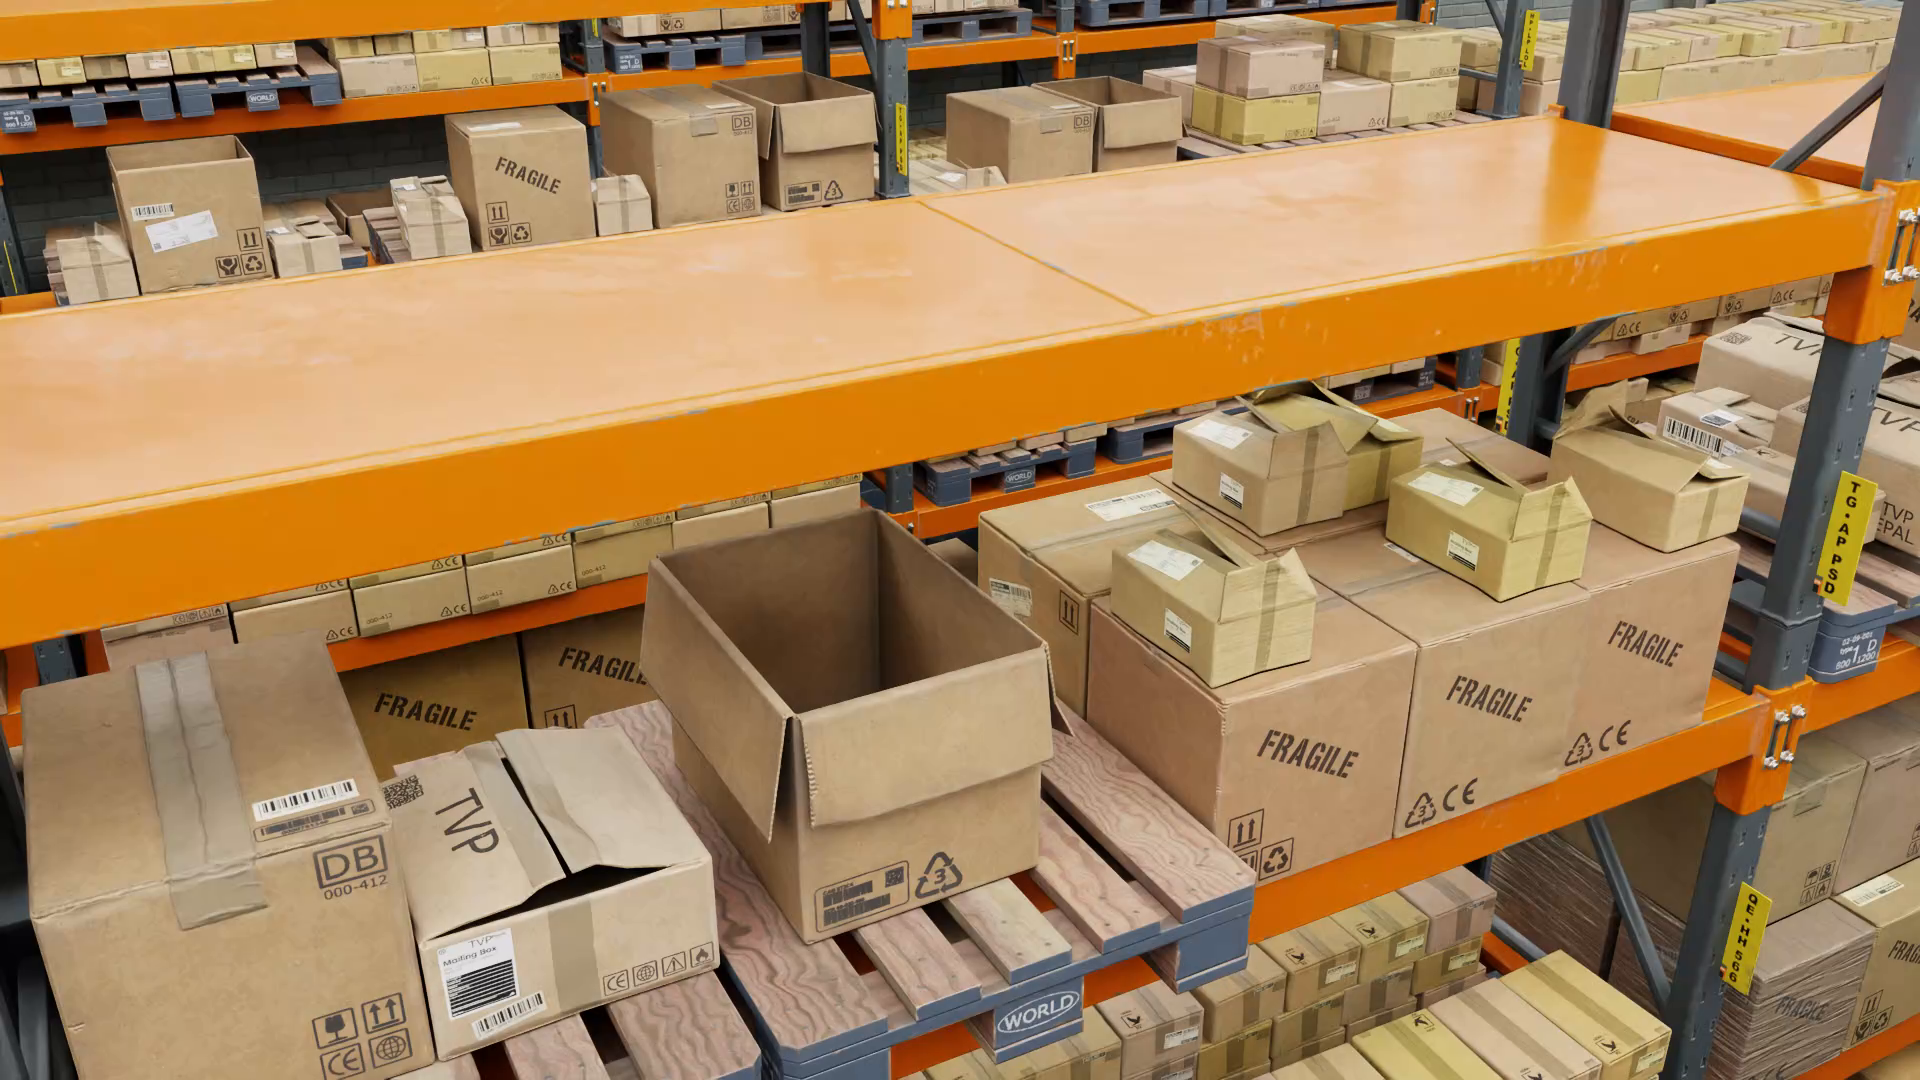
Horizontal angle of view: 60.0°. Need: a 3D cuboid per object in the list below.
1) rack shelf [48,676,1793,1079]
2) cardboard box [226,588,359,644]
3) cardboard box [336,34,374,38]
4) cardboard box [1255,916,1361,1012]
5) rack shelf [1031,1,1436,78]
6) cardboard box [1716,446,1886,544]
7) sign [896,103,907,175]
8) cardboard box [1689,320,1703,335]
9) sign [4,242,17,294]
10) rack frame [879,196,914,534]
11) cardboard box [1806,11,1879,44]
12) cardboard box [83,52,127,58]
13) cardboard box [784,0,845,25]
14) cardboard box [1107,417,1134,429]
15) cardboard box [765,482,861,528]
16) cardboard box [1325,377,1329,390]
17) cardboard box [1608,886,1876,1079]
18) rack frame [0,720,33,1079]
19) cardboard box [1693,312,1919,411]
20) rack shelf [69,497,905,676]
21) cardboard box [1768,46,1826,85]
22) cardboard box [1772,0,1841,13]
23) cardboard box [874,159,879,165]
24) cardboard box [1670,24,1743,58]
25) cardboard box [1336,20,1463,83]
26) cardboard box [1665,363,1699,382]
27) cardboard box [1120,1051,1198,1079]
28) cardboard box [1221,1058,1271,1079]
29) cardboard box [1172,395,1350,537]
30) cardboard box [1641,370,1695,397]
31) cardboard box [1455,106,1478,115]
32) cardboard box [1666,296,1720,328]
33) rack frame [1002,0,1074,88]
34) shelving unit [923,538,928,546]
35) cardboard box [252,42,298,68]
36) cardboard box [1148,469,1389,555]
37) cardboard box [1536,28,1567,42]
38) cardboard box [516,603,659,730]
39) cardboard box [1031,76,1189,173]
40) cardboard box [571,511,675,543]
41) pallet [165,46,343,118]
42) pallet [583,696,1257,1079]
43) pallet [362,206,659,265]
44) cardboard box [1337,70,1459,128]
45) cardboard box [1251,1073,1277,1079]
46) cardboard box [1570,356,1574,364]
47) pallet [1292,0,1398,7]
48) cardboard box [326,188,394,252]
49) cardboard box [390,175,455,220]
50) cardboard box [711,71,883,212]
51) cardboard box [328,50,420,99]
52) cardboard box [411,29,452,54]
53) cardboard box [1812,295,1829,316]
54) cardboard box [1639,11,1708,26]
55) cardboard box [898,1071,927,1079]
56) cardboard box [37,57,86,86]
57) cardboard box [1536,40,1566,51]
[{"bbox_3d":[0.121,0.754,3.881,4.000,0.370,1.077,-13,29,-25],"label":"rack shelf"},{"bbox_3d":[-3.093,0.293,7.650,0.500,0.250,0.500,-14,29,-26],"label":"cardboard box"},{"bbox_3d":[-4.180,-3.541,11.365,0.250,0.149,0.380,-13,29,-25],"label":"cardboard box"},{"bbox_3d":[0.933,1.155,4.799,0.250,0.149,0.380,-13,29,-25],"label":"cardboard box"},{"bbox_3d":[2.423,-4.640,15.116,4.000,0.370,1.077,-13,29,-25],"label":"rack shelf"},{"bbox_3d":[2.256,-0.105,4.530,0.250,0.149,0.380,-14,29,-27],"label":"cardboard box"},{"bbox_3d":[-0.278,-1.902,7.894,0.005,0.325,0.100,-13,29,-25],"label":"sign"},{"bbox_3d":[4.939,-1.549,11.604,0.250,0.149,0.380,-13,29,-25],"label":"cardboard box"},{"bbox_3d":[-6.139,-1.760,10.752,0.005,0.325,0.100,-13,29,-25],"label":"sign"},{"bbox_3d":[-0.532,-0.495,9.117,0.127,3.000,1.000,-13,29,-25],"label":"rack frame"},{"bbox_3d":[5.905,-3.444,11.164,0.250,0.149,0.380,-13,29,-26],"label":"cardboard box"},{"bbox_3d":[-5.485,-3.193,10.617,0.250,0.149,0.380,-14,29,-26],"label":"cardboard box"},{"bbox_3d":[-1.219,-4.283,12.826,0.500,0.500,0.500,-12,28,-24],"label":"cardboard box"},{"bbox_3d":[0.799,-0.776,9.508,0.250,0.149,0.380,-11,28,-22],"label":"cardboard box"},{"bbox_3d":[-0.856,-0.225,8.729,0.500,0.250,0.500,-14,29,-27],"label":"cardboard box"},{"bbox_3d":[1.998,-1.009,9.993,0.250,0.149,0.380,-13,28,-25],"label":"cardboard box"},{"bbox_3d":[2.409,1.341,5.177,0.500,0.500,0.500,-13,28,-25],"label":"cardboard box"},{"bbox_3d":[-1.643,-0.515,2.228,0.127,3.000,1.000,-13,29,-25],"label":"rack frame"},{"bbox_3d":[2.667,-0.499,5.162,0.500,0.311,0.500,-13,29,-25],"label":"cardboard box"},{"bbox_3d":[-2.297,0.237,8.425,4.000,0.370,1.077,-13,29,-25],"label":"rack shelf"},{"bbox_3d":[5.302,-3.126,10.962,0.500,0.250,0.500,-12,28,-24],"label":"cardboard box"},{"bbox_3d":[5.902,-3.671,11.636,0.250,0.149,0.380,-13,29,-25],"label":"cardboard box"},{"bbox_3d":[-0.850,-3.033,13.538,0.250,0.149,0.380,-14,29,-26],"label":"cardboard box"},{"bbox_3d":[4.762,-3.196,10.646,0.250,0.149,0.380,-12,28,-24],"label":"cardboard box"},{"bbox_3d":[2.546,-2.842,9.651,0.500,0.250,0.500,-12,28,-24],"label":"cardboard box"},{"bbox_3d":[5.194,-1.238,11.742,0.250,0.149,0.380,-12,28,-23],"label":"cardboard box"},{"bbox_3d":[0.450,1.400,4.632,0.250,0.149,0.380,-13,29,-25],"label":"cardboard box"},{"bbox_3d":[0.684,1.478,4.813,0.250,0.149,0.380,-12,28,-23],"label":"cardboard box"},{"bbox_3d":[0.738,-0.218,4.076,0.258,0.266,0.396,-13,29,-25],"label":"cardboard box"},{"bbox_3d":[5.035,-0.942,11.873,0.500,0.500,0.500,-14,29,-26],"label":"cardboard box"},{"bbox_3d":[3.132,-2.730,10.596,0.250,0.149,0.380,-13,28,-25],"label":"cardboard box"},{"bbox_3d":[4.834,-1.791,11.357,0.500,0.500,0.500,-13,28,-24],"label":"cardboard box"},{"bbox_3d":[0.658,-3.205,14.761,0.127,3.000,1.000,-13,29,-25],"label":"rack frame"},{"bbox_3d":[0.006,-0.677,11.230,0.755,1.500,0.431,-13,29,-25],"label":"shelving unit"},{"bbox_3d":[-4.606,-3.280,11.143,0.250,0.149,0.380,-12,28,-24],"label":"cardboard box"},{"bbox_3d":[0.819,0.097,4.304,0.500,0.500,0.500,-13,29,-25],"label":"cardboard box"},{"bbox_3d":[3.639,-3.157,10.565,0.250,0.149,0.380,-12,28,-24],"label":"cardboard box"},{"bbox_3d":[-1.970,0.563,8.884,0.875,0.875,0.875,-13,28,-24],"label":"cardboard box"},{"bbox_3d":[0.800,-2.215,9.116,0.637,0.503,0.797,-13,29,-25],"label":"cardboard box"},{"bbox_3d":[-1.733,-0.239,8.180,0.500,0.250,0.500,-14,29,-26],"label":"cardboard box"},{"bbox_3d":[-4.879,-3.161,11.422,1.003,0.211,1.213,-13,29,-25],"label":"pallet"},{"bbox_3d":[-0.135,0.625,3.537,1.003,0.211,1.213,-13,29,-25],"label":"pallet"},{"bbox_3d":[-2.061,-1.382,7.717,1.213,0.211,1.003,-12,28,-23],"label":"pallet"},{"bbox_3d":[2.550,-2.609,9.744,0.500,0.250,0.500,-14,29,-26],"label":"cardboard box"},{"bbox_3d":[0.766,1.512,4.055,0.250,0.149,0.380,-13,29,-25],"label":"cardboard box"},{"bbox_3d":[3.845,-1.275,11.032,0.250,0.149,0.380,-13,29,-25],"label":"cardboard box"},{"bbox_3d":[3.552,-5.198,15.548,1.213,0.211,1.003,-13,29,-25],"label":"pallet"},{"bbox_3d":[-4.225,-2.223,12.111,0.637,0.503,0.797,-14,29,-26],"label":"cardboard box"},{"bbox_3d":[-2.464,-1.559,7.653,0.250,0.166,0.380,-10,28,-21],"label":"cardboard box"},{"bbox_3d":[-0.794,-1.949,8.075,0.637,0.503,0.797,-15,29,-28],"label":"cardboard box"},{"bbox_3d":[-4.095,-3.273,11.610,0.500,0.250,0.500,-13,29,-25],"label":"cardboard box"},{"bbox_3d":[-3.751,-3.534,11.694,0.250,0.149,0.380,-13,29,-25],"label":"cardboard box"},{"bbox_3d":[6.126,-1.759,12.041,0.250,0.149,0.380,-13,29,-26],"label":"cardboard box"},{"bbox_3d":[4.760,-3.430,11.135,0.250,0.149,0.380,-12,28,-24],"label":"cardboard box"},{"bbox_3d":[-0.231,1.424,4.239,0.250,0.149,0.380,-14,29,-27],"label":"cardboard box"},{"bbox_3d":[-5.705,-2.997,10.552,0.250,0.149,0.380,-13,28,-25],"label":"cardboard box"},{"bbox_3d":[3.644,-2.912,10.054,0.250,0.149,0.380,-12,28,-24],"label":"cardboard box"}]
